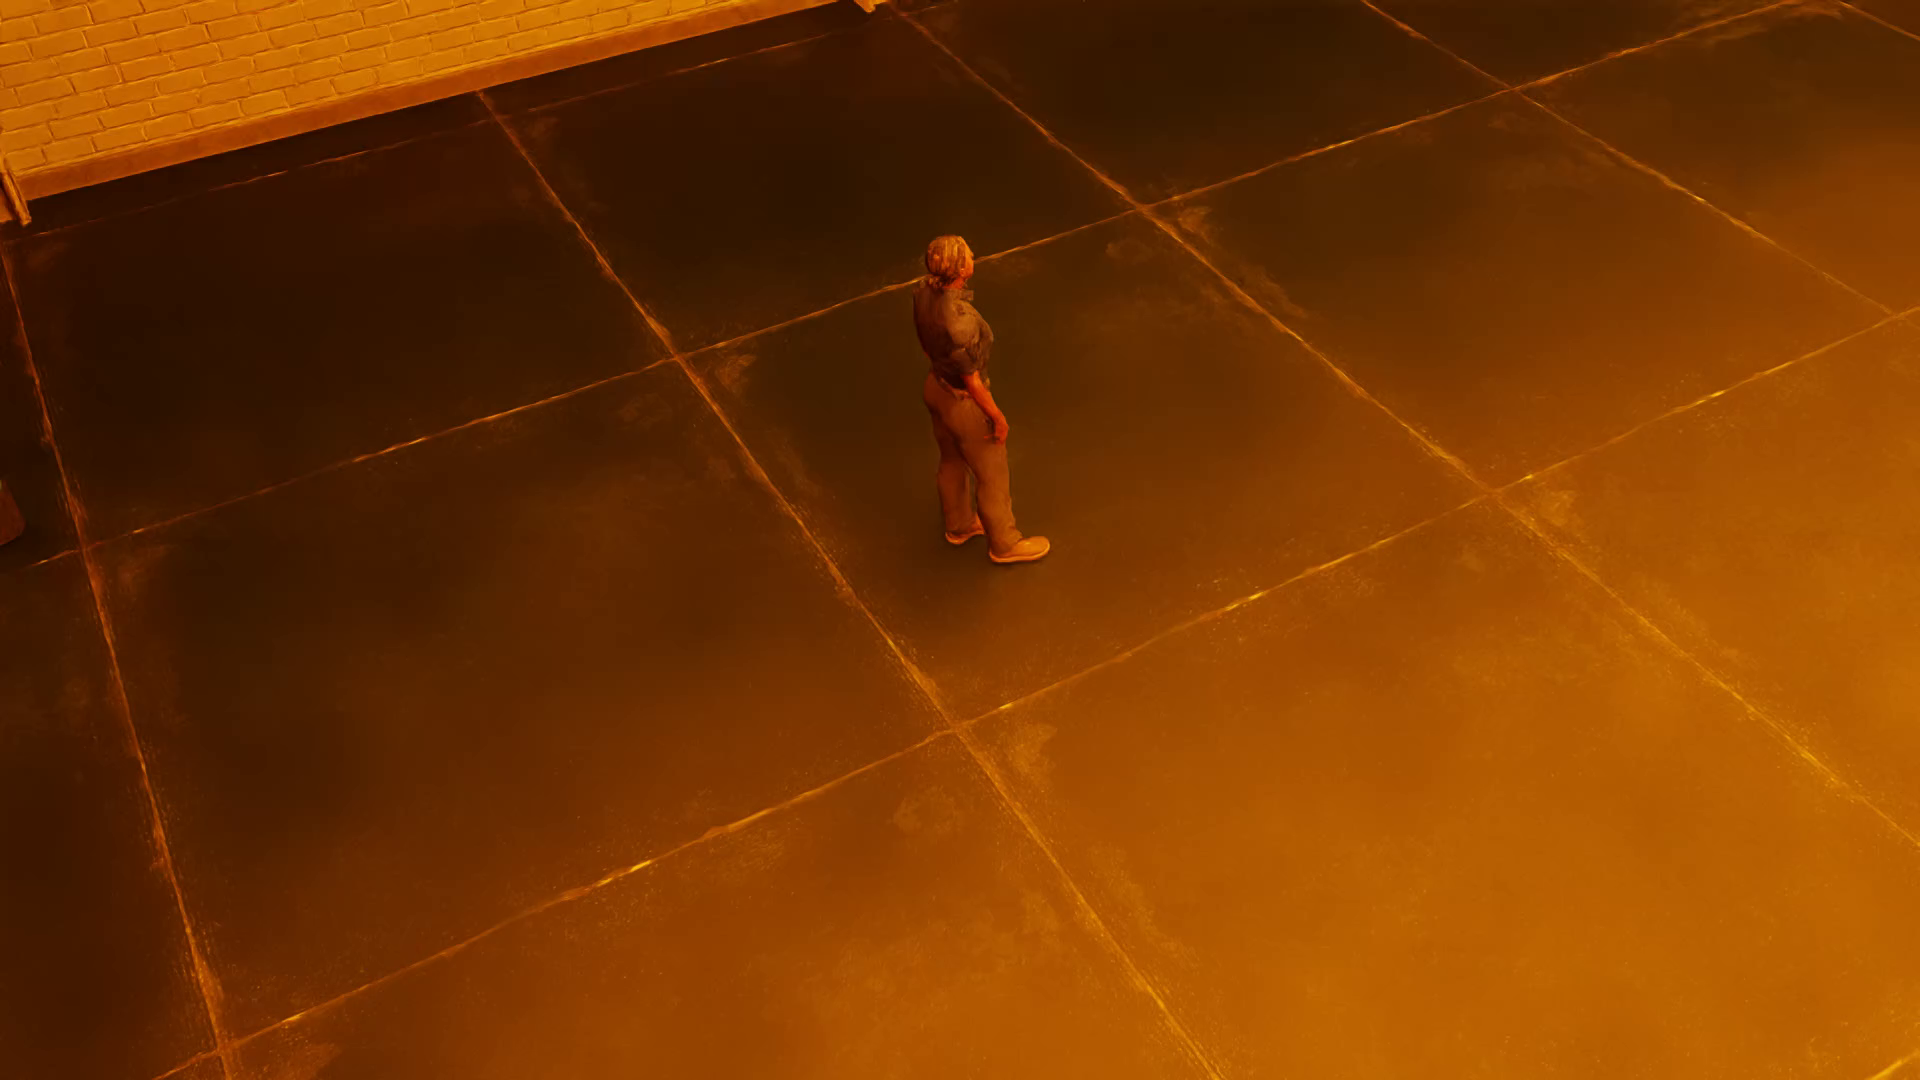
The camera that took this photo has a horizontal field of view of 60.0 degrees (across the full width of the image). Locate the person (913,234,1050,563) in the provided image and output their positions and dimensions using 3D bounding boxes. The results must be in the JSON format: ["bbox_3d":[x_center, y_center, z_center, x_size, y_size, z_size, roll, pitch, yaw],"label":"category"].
[{"bbox_3d":[0.086,-0.630,7.305,0.503,1.654,0.570,-21,47,-21],"label":"person"}]

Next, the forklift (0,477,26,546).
[{"bbox_3d":[-5.724,-0.521,6.260,1.130,2.935,3.031,30,50,28],"label":"forklift"}]
